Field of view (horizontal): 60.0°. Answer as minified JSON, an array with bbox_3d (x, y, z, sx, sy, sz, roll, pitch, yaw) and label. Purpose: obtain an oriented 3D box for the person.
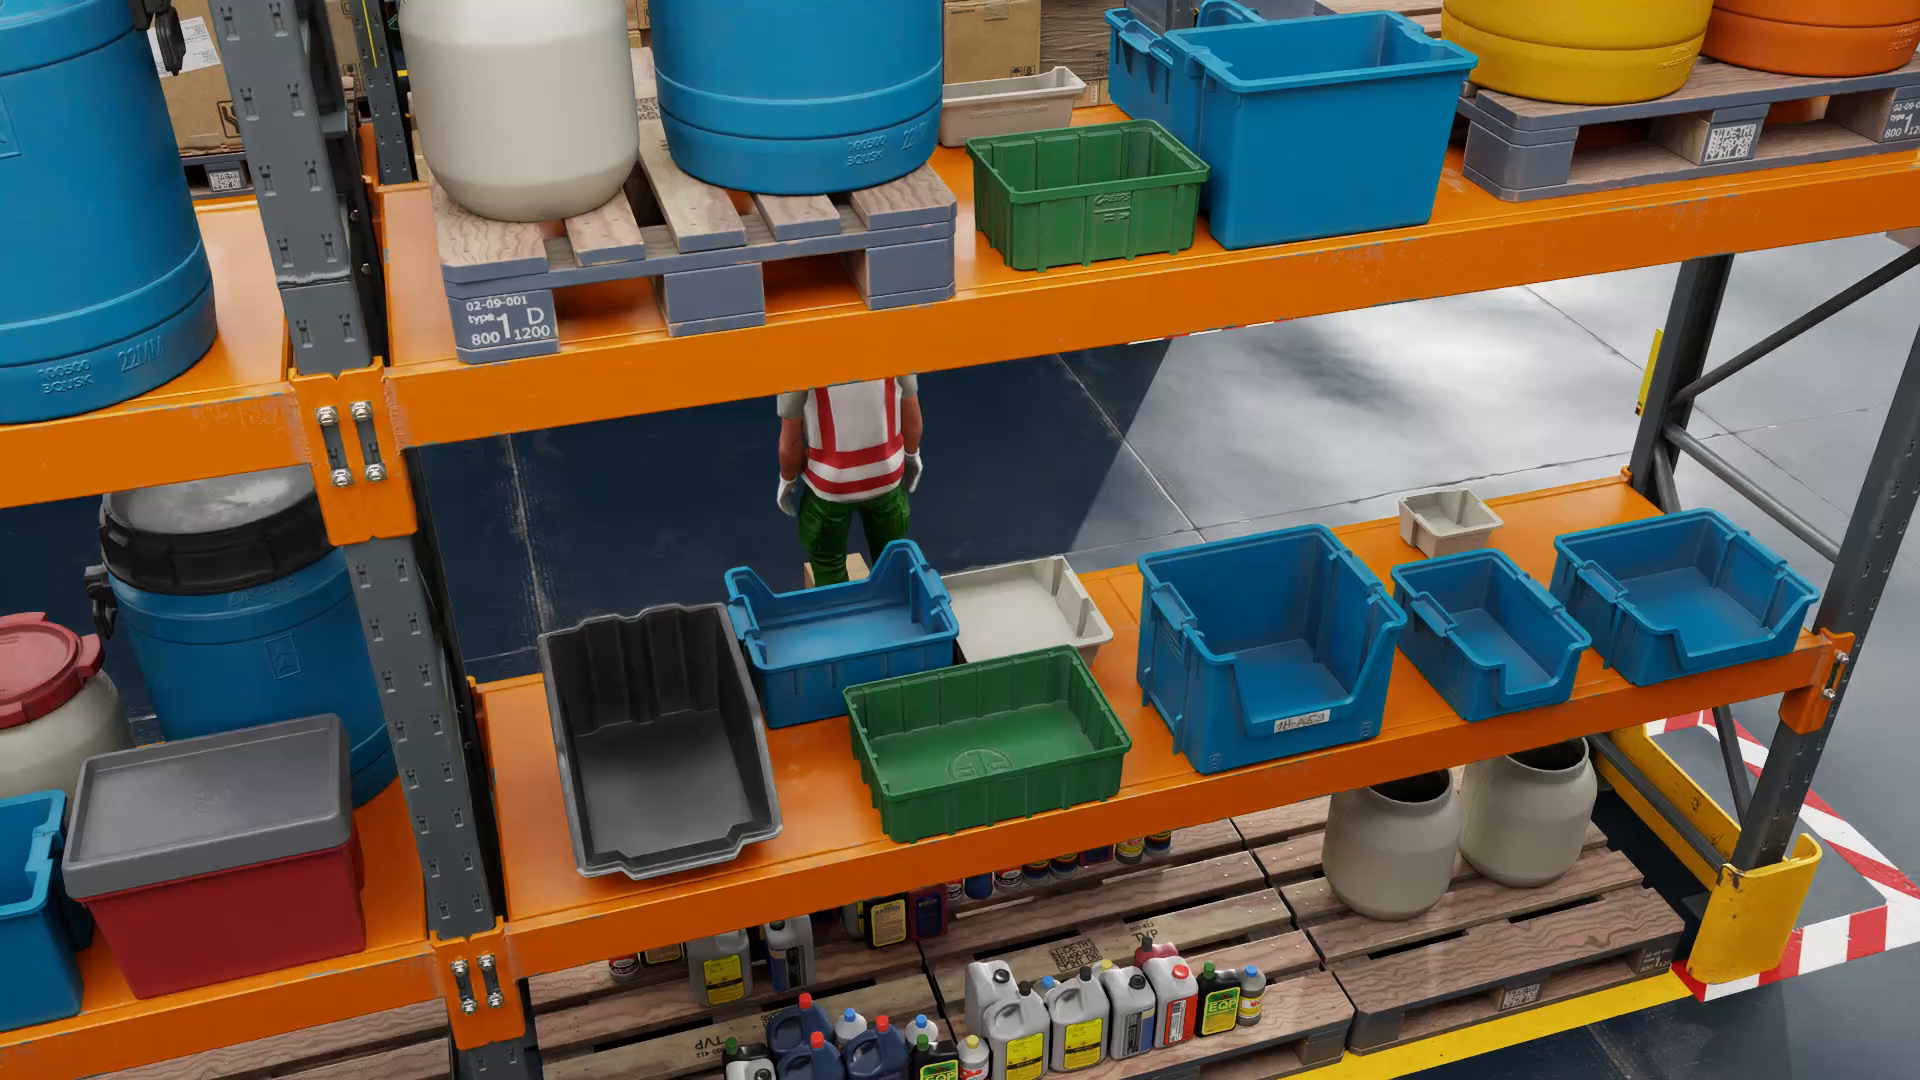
[{"bbox_3d":[-0.433,-0.271,6.538,0.606,1.777,0.454,-12,35,-17],"label":"person"}]
